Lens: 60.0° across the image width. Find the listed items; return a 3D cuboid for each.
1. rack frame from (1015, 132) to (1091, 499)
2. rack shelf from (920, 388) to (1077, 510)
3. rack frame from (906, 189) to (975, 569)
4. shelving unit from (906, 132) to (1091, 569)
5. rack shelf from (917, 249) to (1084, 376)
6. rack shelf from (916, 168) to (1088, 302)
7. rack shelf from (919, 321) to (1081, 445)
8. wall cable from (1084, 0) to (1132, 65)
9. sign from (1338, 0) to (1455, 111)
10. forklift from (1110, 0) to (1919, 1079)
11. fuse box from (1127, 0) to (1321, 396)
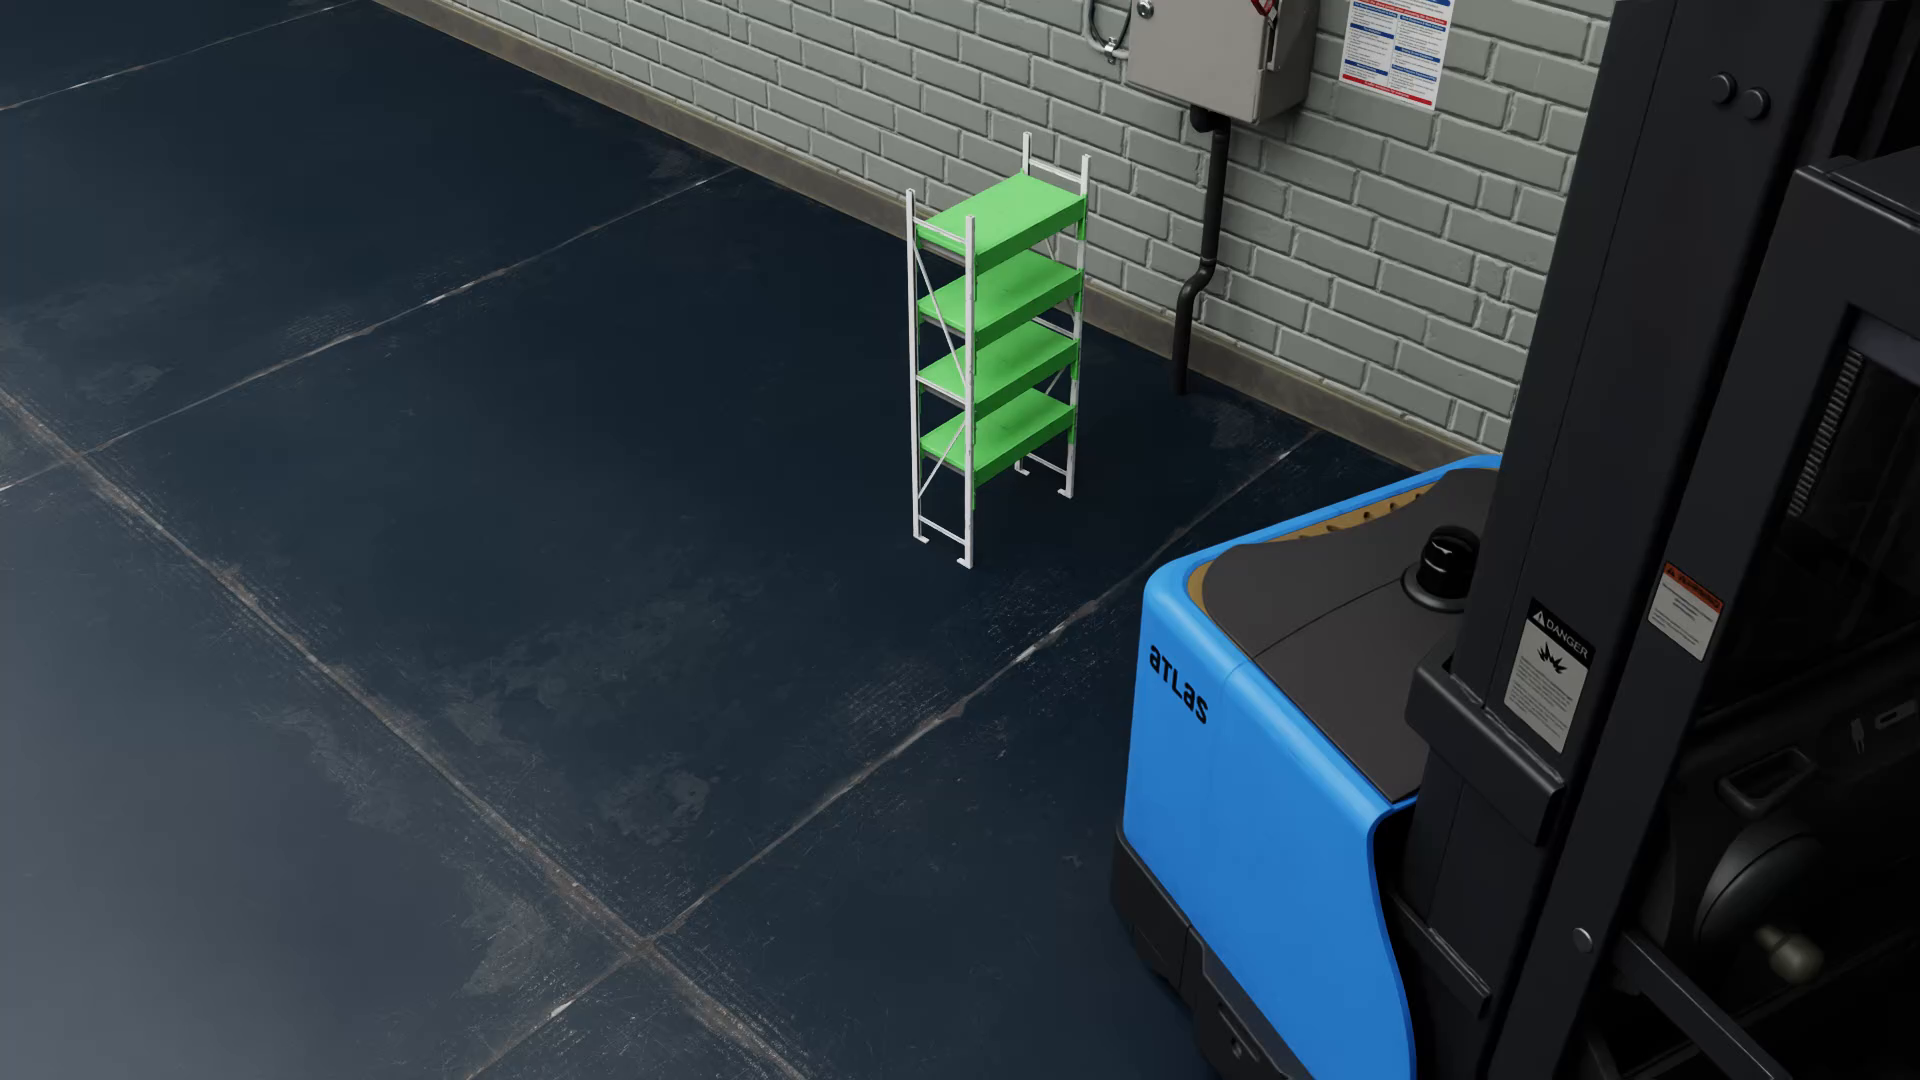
[{"bbox_3d":[0.276,-0.658,5.113,0.240,1.200,0.015,30,47,32],"label":"rack frame"},{"bbox_3d":[0.112,-0.308,5.161,0.258,0.148,0.480,30,47,32],"label":"rack shelf"},{"bbox_3d":[-0.053,-0.434,4.831,0.240,1.200,0.015,30,47,32],"label":"rack frame"},{"bbox_3d":[0.112,-0.546,4.972,0.258,1.200,0.503,30,47,32],"label":"shelving unit"},{"bbox_3d":[0.112,-0.684,4.863,0.258,0.148,0.480,30,47,32],"label":"rack shelf"},{"bbox_3d":[0.112,-0.871,4.713,0.258,0.148,0.480,30,47,32],"label":"rack shelf"},{"bbox_3d":[0.112,-0.496,5.012,0.258,0.148,0.480,30,47,32],"label":"rack shelf"},{"bbox_3d":[0.375,-2.435,5.085,0.588,1.984,0.122,30,47,32],"label":"wall cable"},{"bbox_3d":[1.277,-1.529,4.839,0.329,0.494,0.001,30,47,32],"label":"sign"},{"bbox_3d":[1.495,0.428,2.357,1.130,2.935,3.031,-18,42,-21],"label":"forklift"},{"bbox_3d":[0.773,-1.174,5.351,0.539,1.711,0.414,30,47,32],"label":"fuse box"}]
